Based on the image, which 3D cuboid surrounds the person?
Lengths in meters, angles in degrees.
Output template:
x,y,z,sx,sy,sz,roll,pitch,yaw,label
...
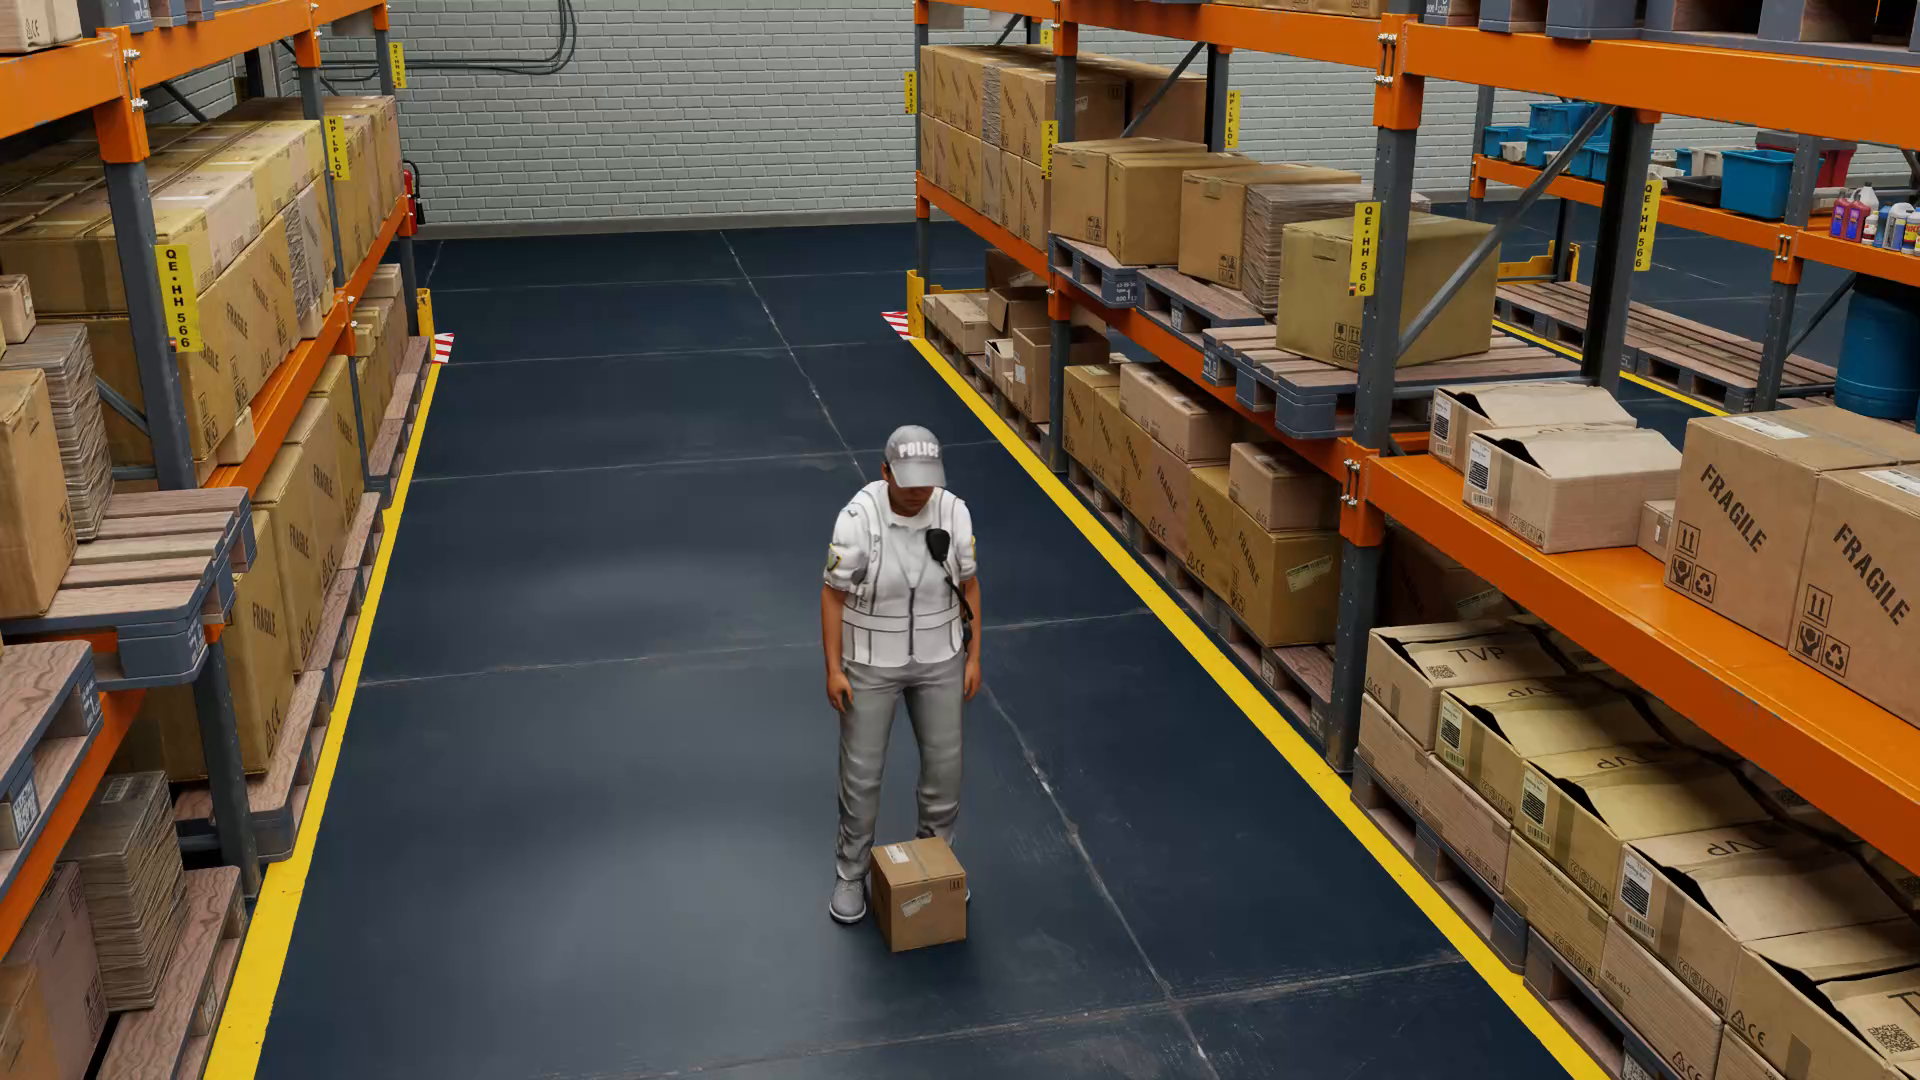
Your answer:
x,y,z,sx,sy,sz,roll,pitch,yaw,label
-0.187,0.419,5.396,0.547,1.666,0.473,-5,20,-13,person
